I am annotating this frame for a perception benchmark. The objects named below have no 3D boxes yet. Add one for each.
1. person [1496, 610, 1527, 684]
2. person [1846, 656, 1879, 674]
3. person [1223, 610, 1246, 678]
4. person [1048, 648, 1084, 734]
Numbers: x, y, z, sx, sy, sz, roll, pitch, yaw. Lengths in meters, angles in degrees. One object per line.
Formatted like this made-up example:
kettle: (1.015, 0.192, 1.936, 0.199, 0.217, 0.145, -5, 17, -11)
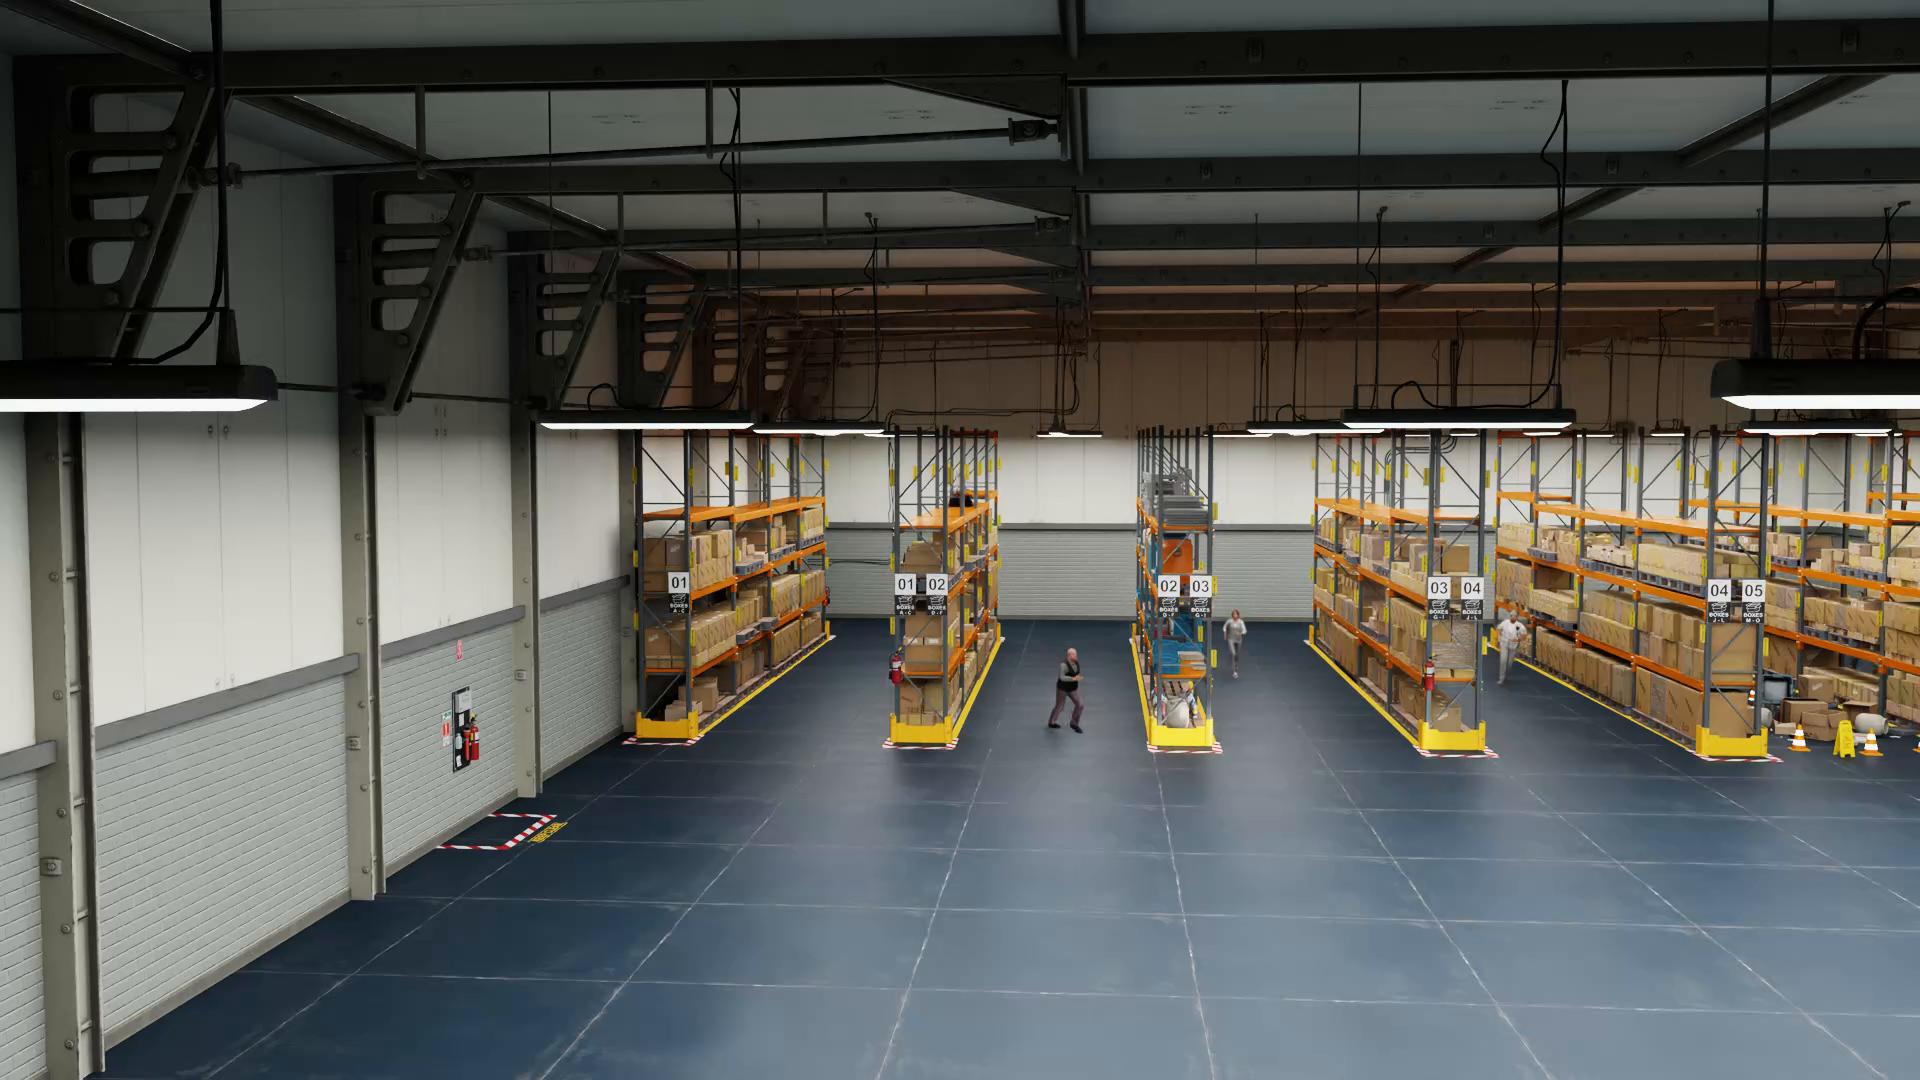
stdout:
person: (13.012, 2.511, 39.280, 0.701, 1.772, 0.840, 1, 4, 20)
person: (22.020, 2.365, 40.482, 0.688, 1.738, 1.011, -1, 4, -13)
person: (6.661, 2.484, 40.305, 0.519, 1.606, 0.826, 0, 3, -3)
person: (2.107, 2.940, 32.450, 0.655, 1.689, 0.985, -3, 4, -37)
